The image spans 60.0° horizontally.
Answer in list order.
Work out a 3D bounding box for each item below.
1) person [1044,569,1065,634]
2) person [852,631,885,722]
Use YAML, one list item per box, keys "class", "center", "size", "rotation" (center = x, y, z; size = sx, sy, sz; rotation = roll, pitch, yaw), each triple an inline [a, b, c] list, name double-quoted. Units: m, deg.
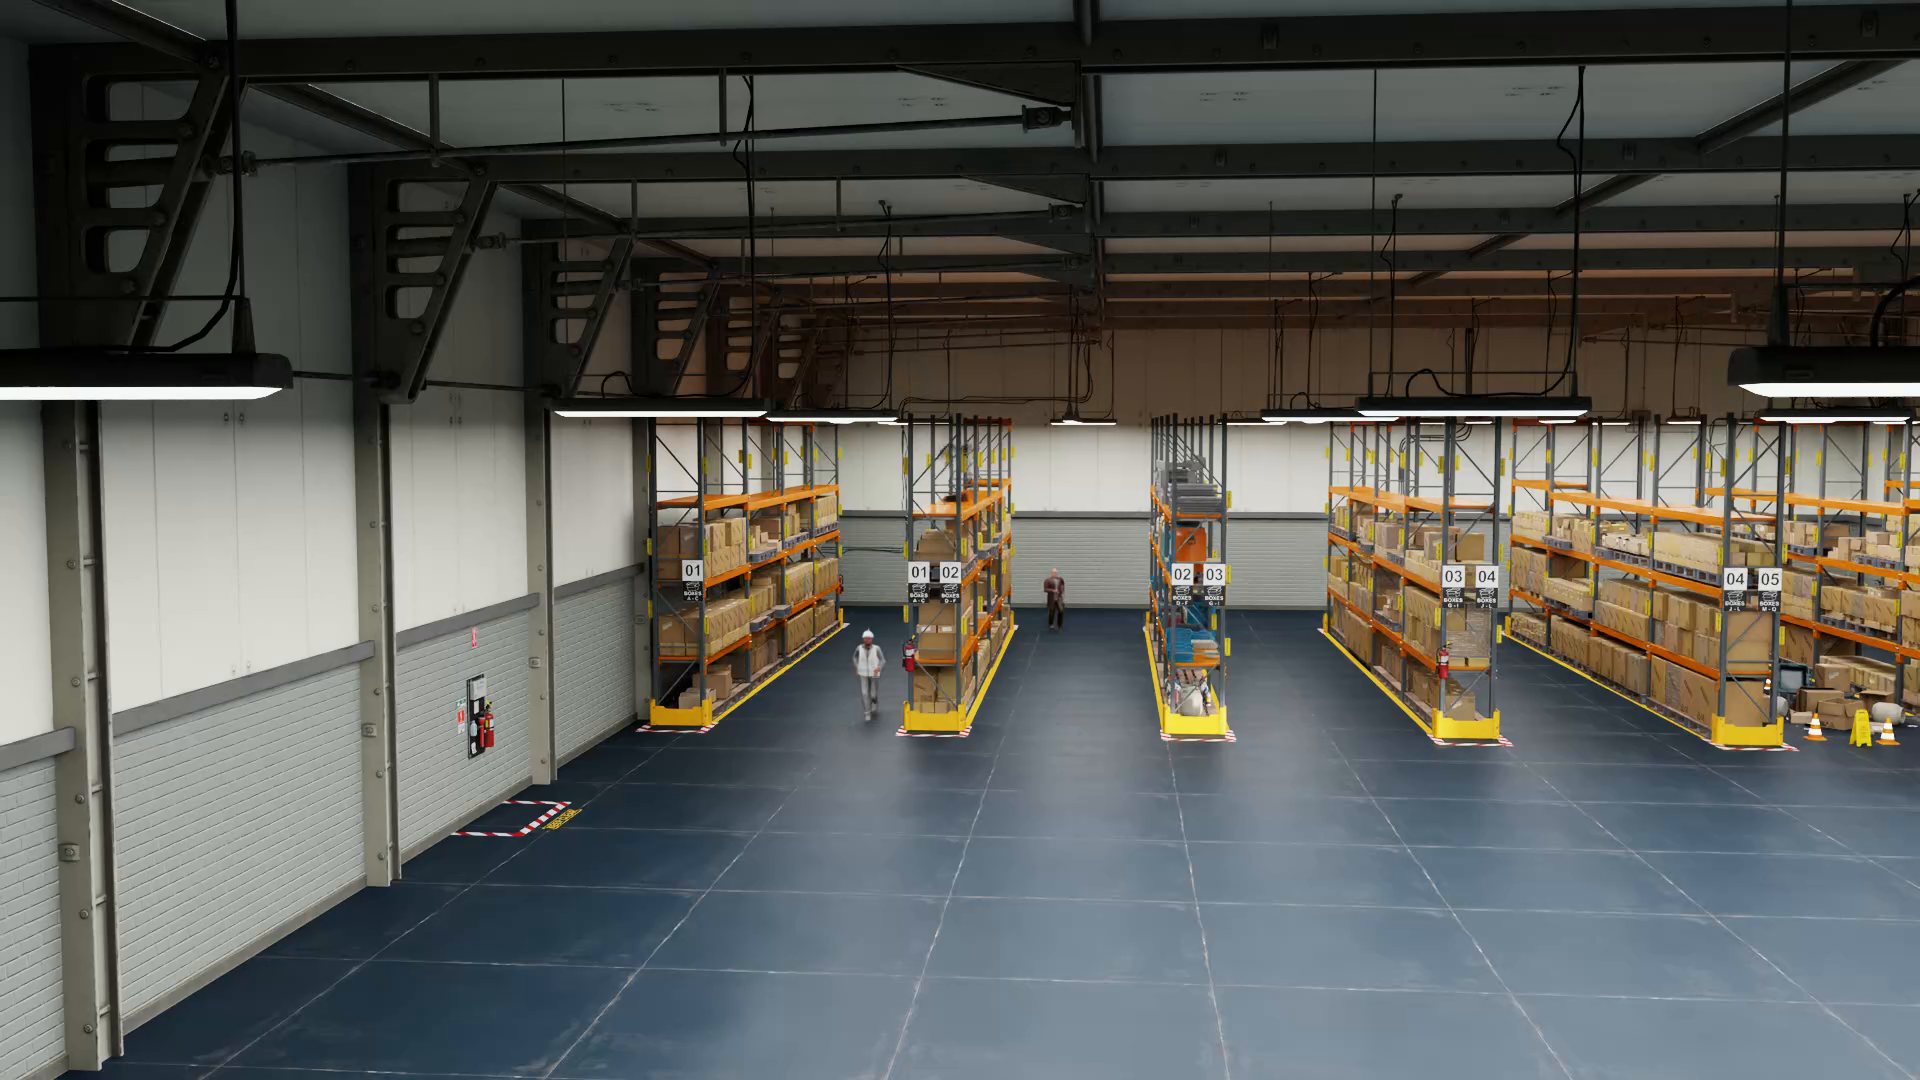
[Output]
- class: "person"
  center: [2.649, 1.712, 46.693]
  size: [0.651, 1.835, 0.867]
  rotation: [-1, 4, -9]
- class: "person"
  center: [-1.800, 2.652, 32.816]
  size: [0.650, 1.757, 0.837]
  rotation: [0, 4, -1]
